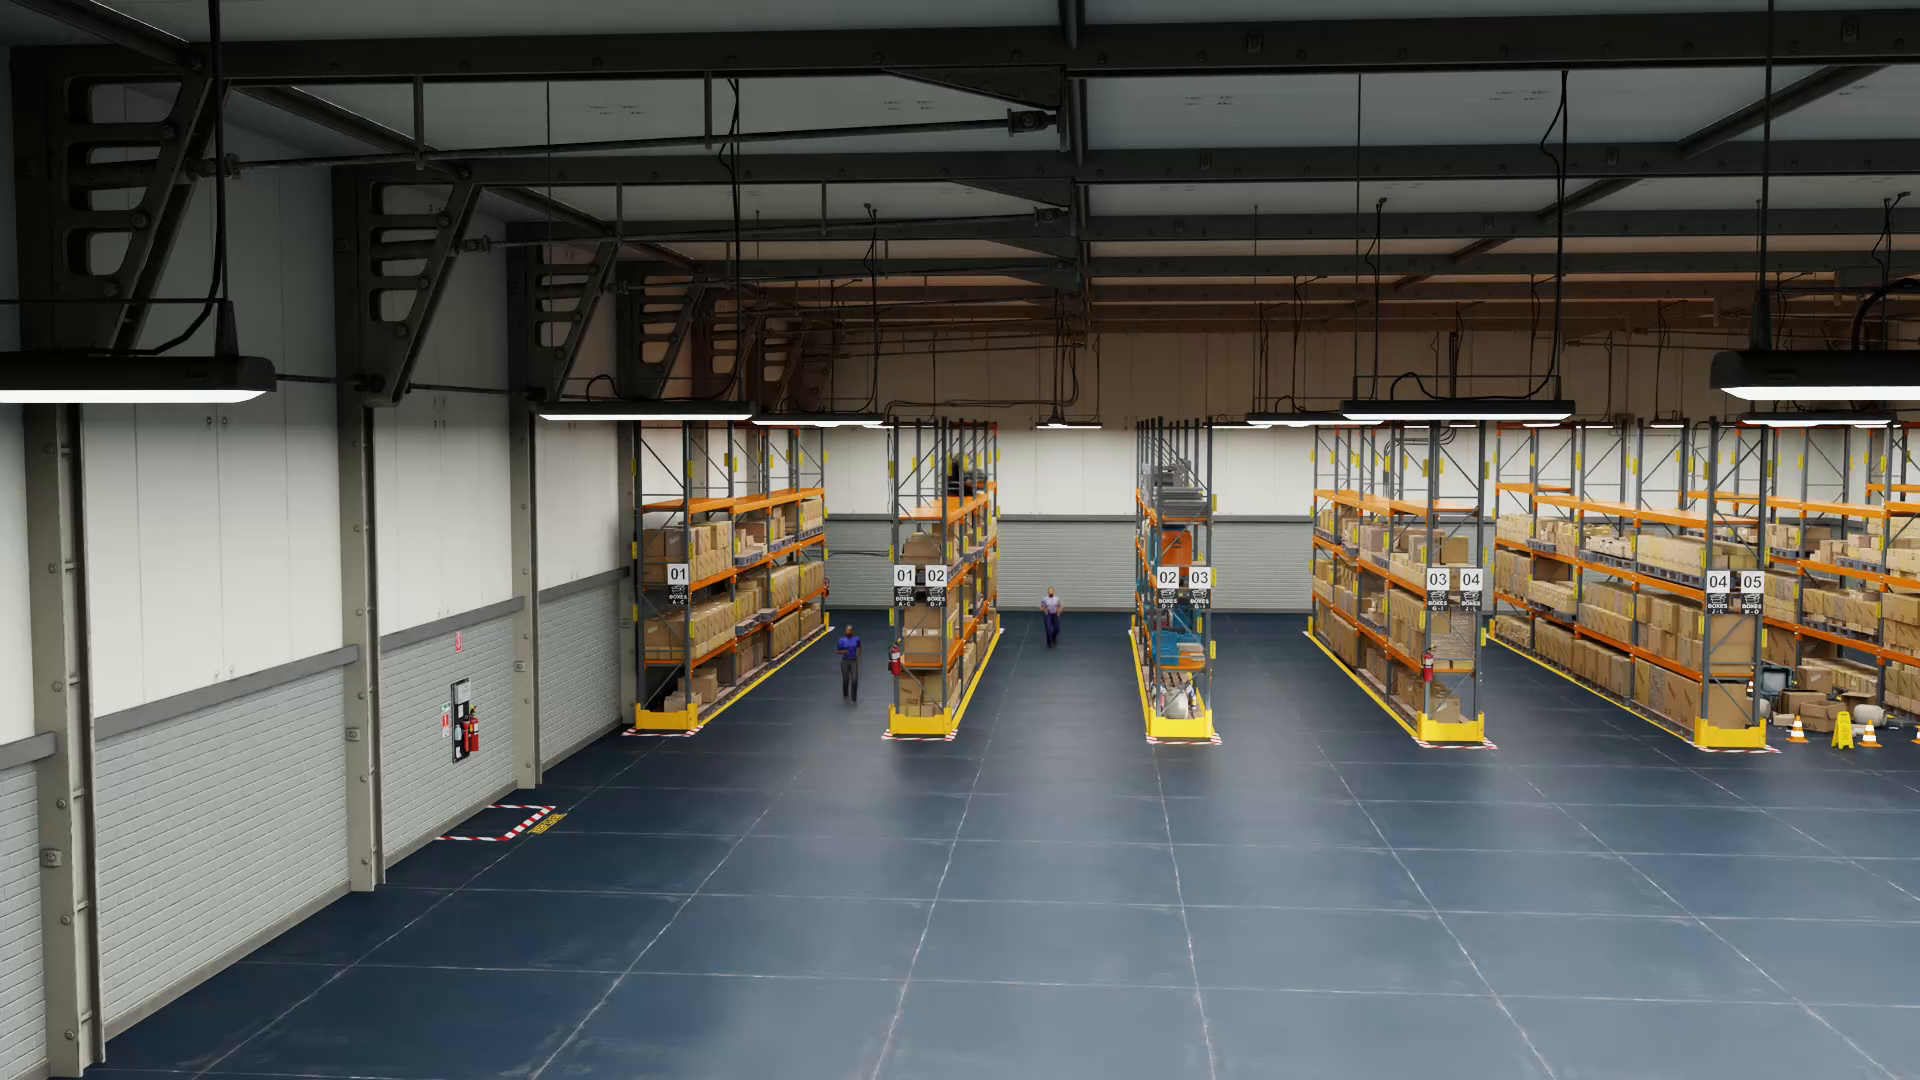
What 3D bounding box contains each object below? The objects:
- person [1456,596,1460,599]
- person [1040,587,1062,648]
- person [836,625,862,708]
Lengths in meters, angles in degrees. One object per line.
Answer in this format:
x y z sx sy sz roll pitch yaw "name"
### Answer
13.606 1.882 46.583 0.790 1.637 0.547 2 4 33 "person"
2.420 2.050 44.010 0.601 1.599 0.565 0 4 -6 "person"
-2.309 2.624 34.725 0.560 1.713 0.742 -1 4 -9 "person"
